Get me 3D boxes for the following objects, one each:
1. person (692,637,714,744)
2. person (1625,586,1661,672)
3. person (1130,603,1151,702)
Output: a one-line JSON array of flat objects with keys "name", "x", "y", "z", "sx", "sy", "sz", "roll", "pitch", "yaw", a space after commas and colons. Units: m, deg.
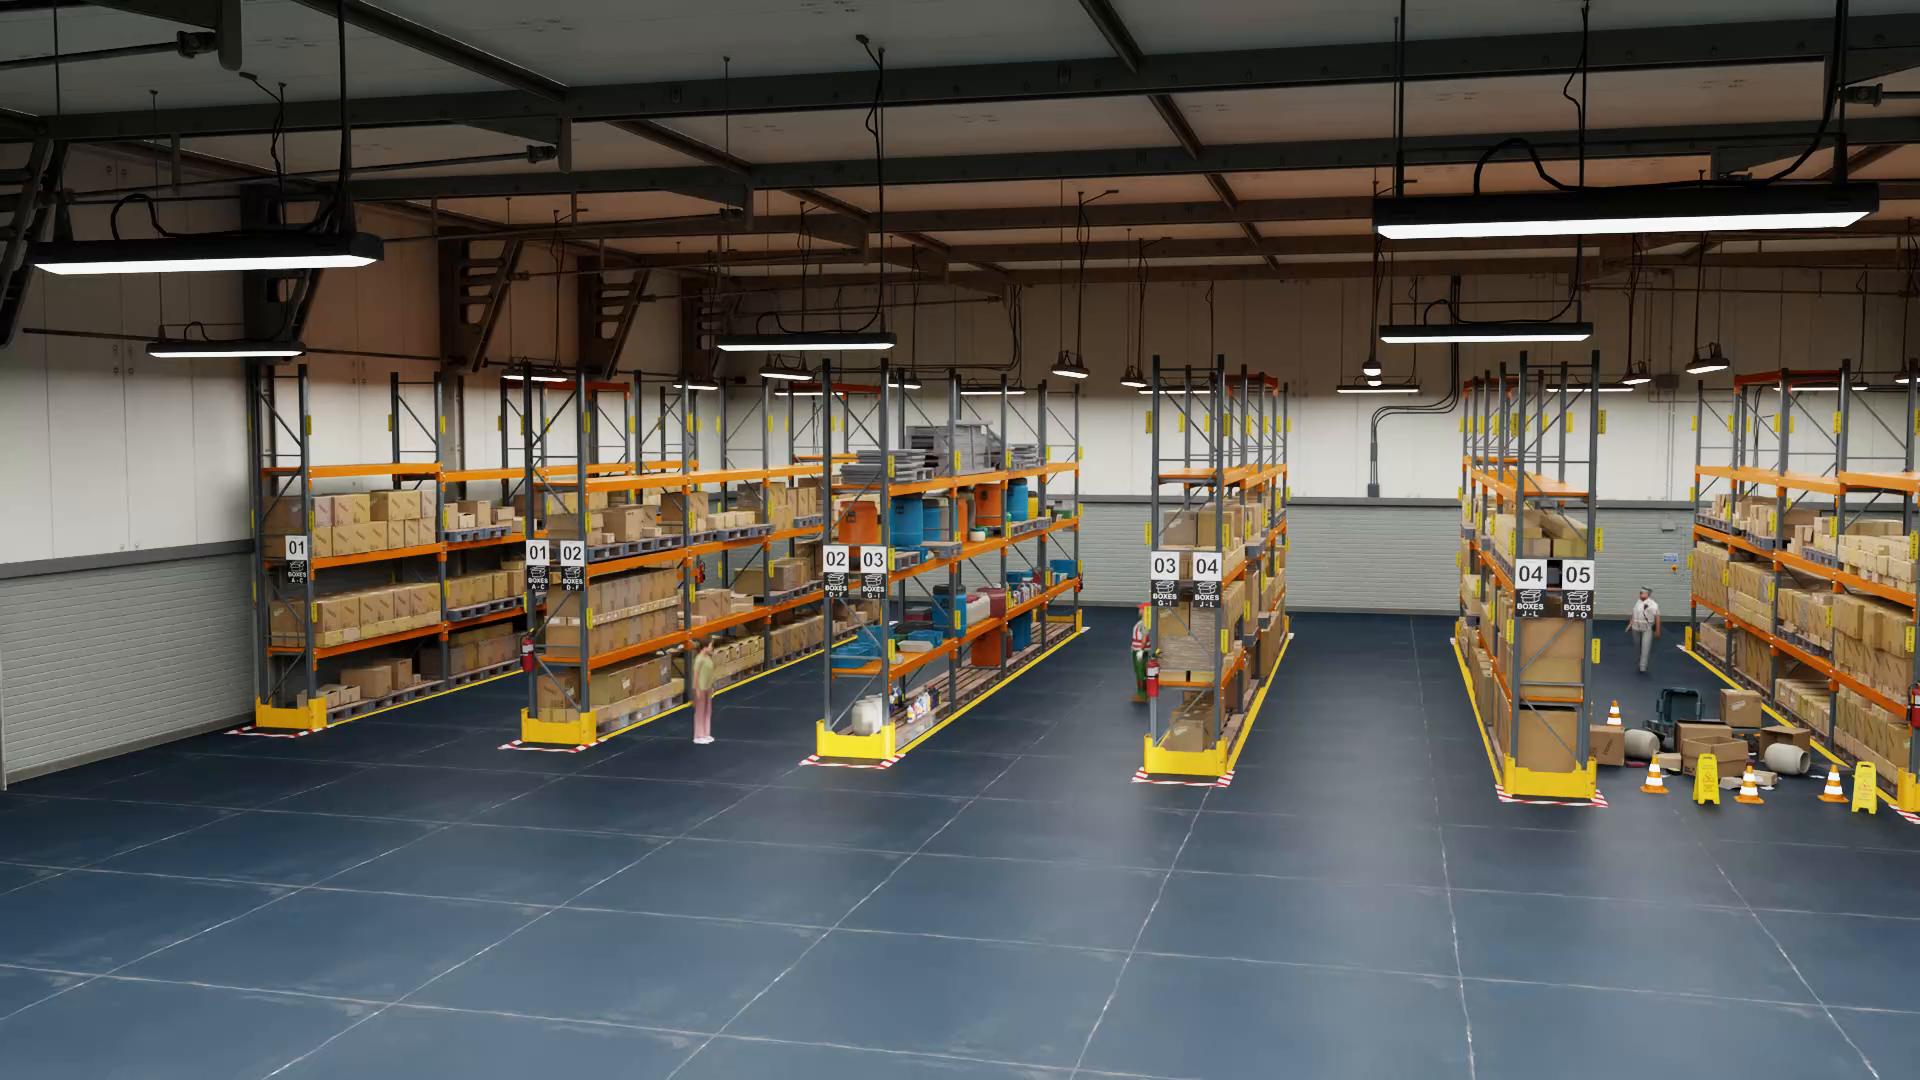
[{"name": "person", "x": -4.046, "y": 2.364, "z": 26.202, "sx": 0.345, "sy": 1.687, "sz": 0.475, "roll": 1, "pitch": 4, "yaw": 15}, {"name": "person", "x": 13.842, "y": 1.792, "z": 33.731, "sx": 0.652, "sy": 1.716, "sz": 0.977, "roll": 3, "pitch": 5, "yaw": 40}, {"name": "person", "x": 3.269, "y": 2.026, "z": 30.284, "sx": 0.498, "sy": 1.781, "sz": 0.577, "roll": -1, "pitch": 4, "yaw": -15}]
